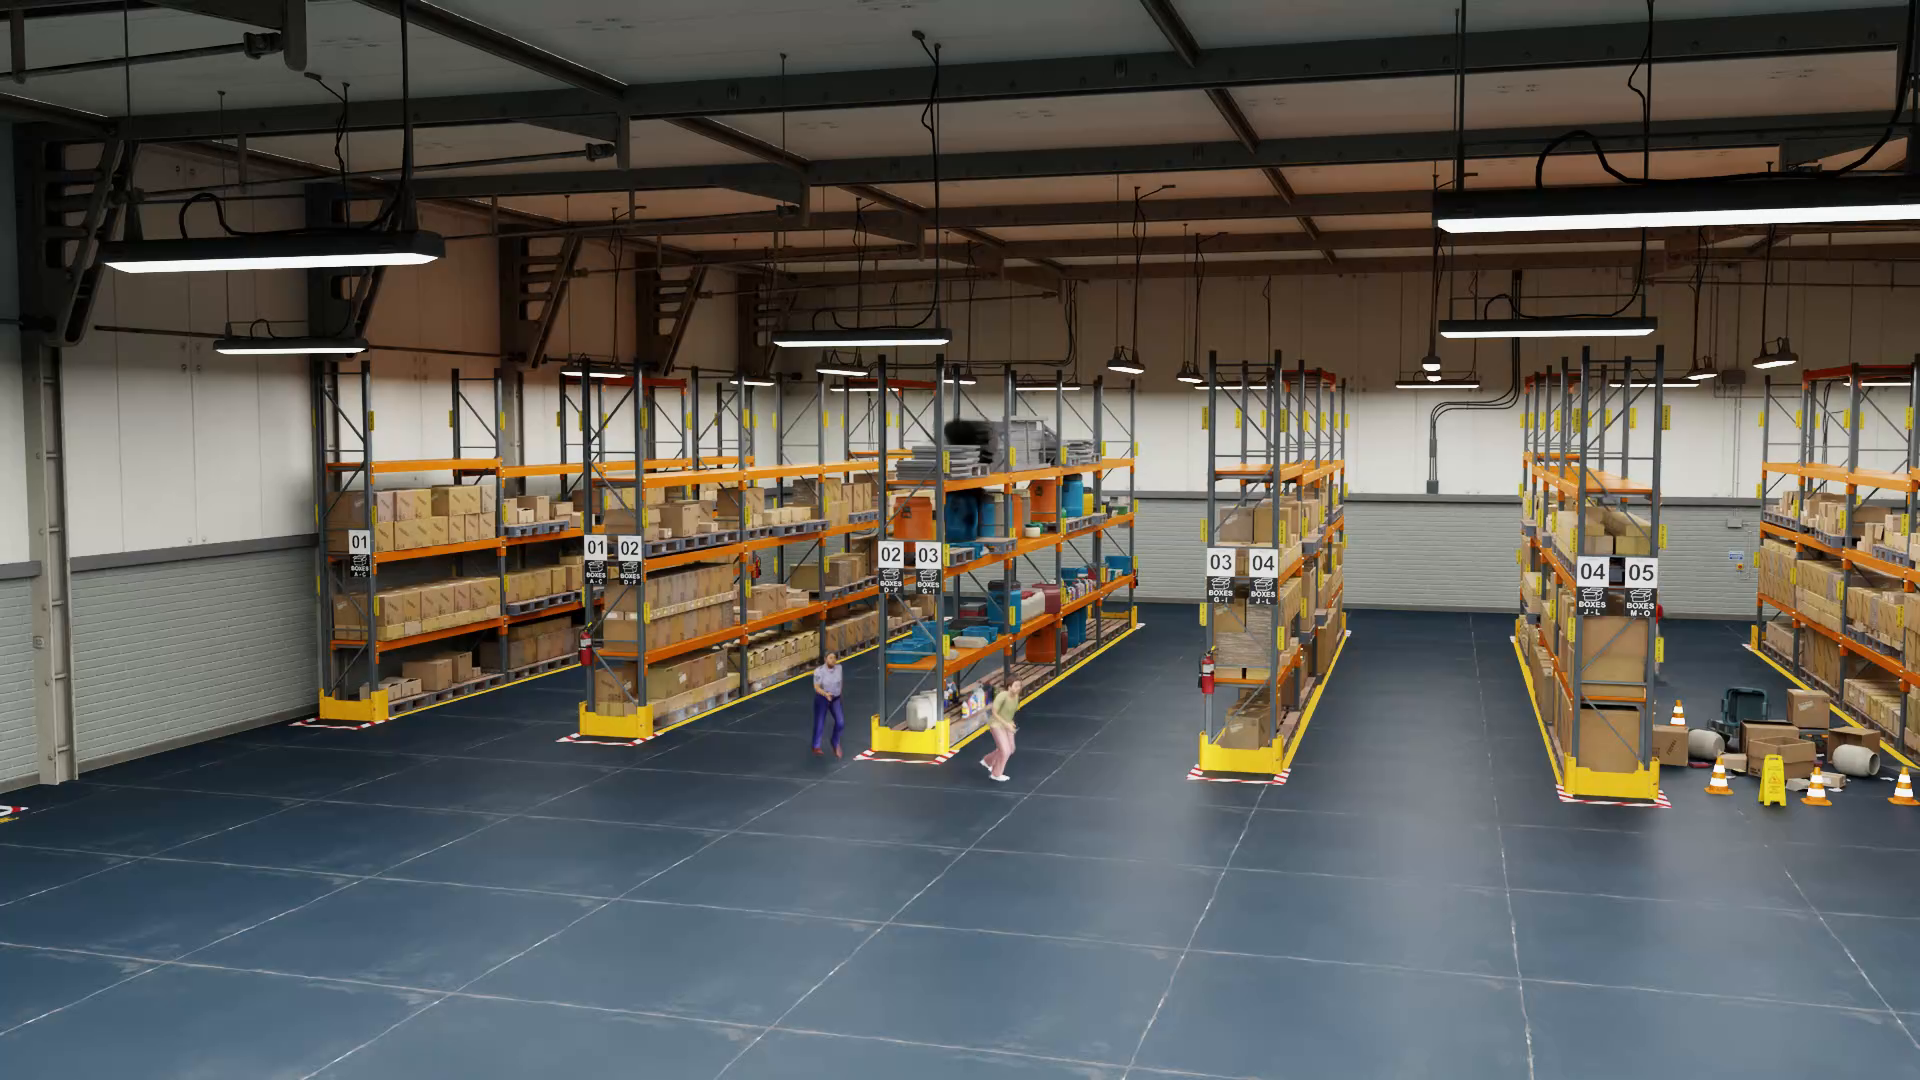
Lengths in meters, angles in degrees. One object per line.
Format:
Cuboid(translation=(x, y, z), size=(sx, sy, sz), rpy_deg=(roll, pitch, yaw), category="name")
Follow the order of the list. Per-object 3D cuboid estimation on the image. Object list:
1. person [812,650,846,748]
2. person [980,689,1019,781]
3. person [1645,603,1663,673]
Cuboid(translation=(-1.926, 2.373, 24.614), size=(0.553, 1.515, 0.916), rpy_deg=(-2, 4, -24), category="person")
Cuboid(translation=(0.503, 2.692, 23.145), size=(0.690, 1.318, 0.544), rpy_deg=(4, 5, 41), category="person")
Cuboid(translation=(13.702, 1.818, 33.158), size=(0.664, 1.652, 0.948), rpy_deg=(0, 4, 5), category="person")
